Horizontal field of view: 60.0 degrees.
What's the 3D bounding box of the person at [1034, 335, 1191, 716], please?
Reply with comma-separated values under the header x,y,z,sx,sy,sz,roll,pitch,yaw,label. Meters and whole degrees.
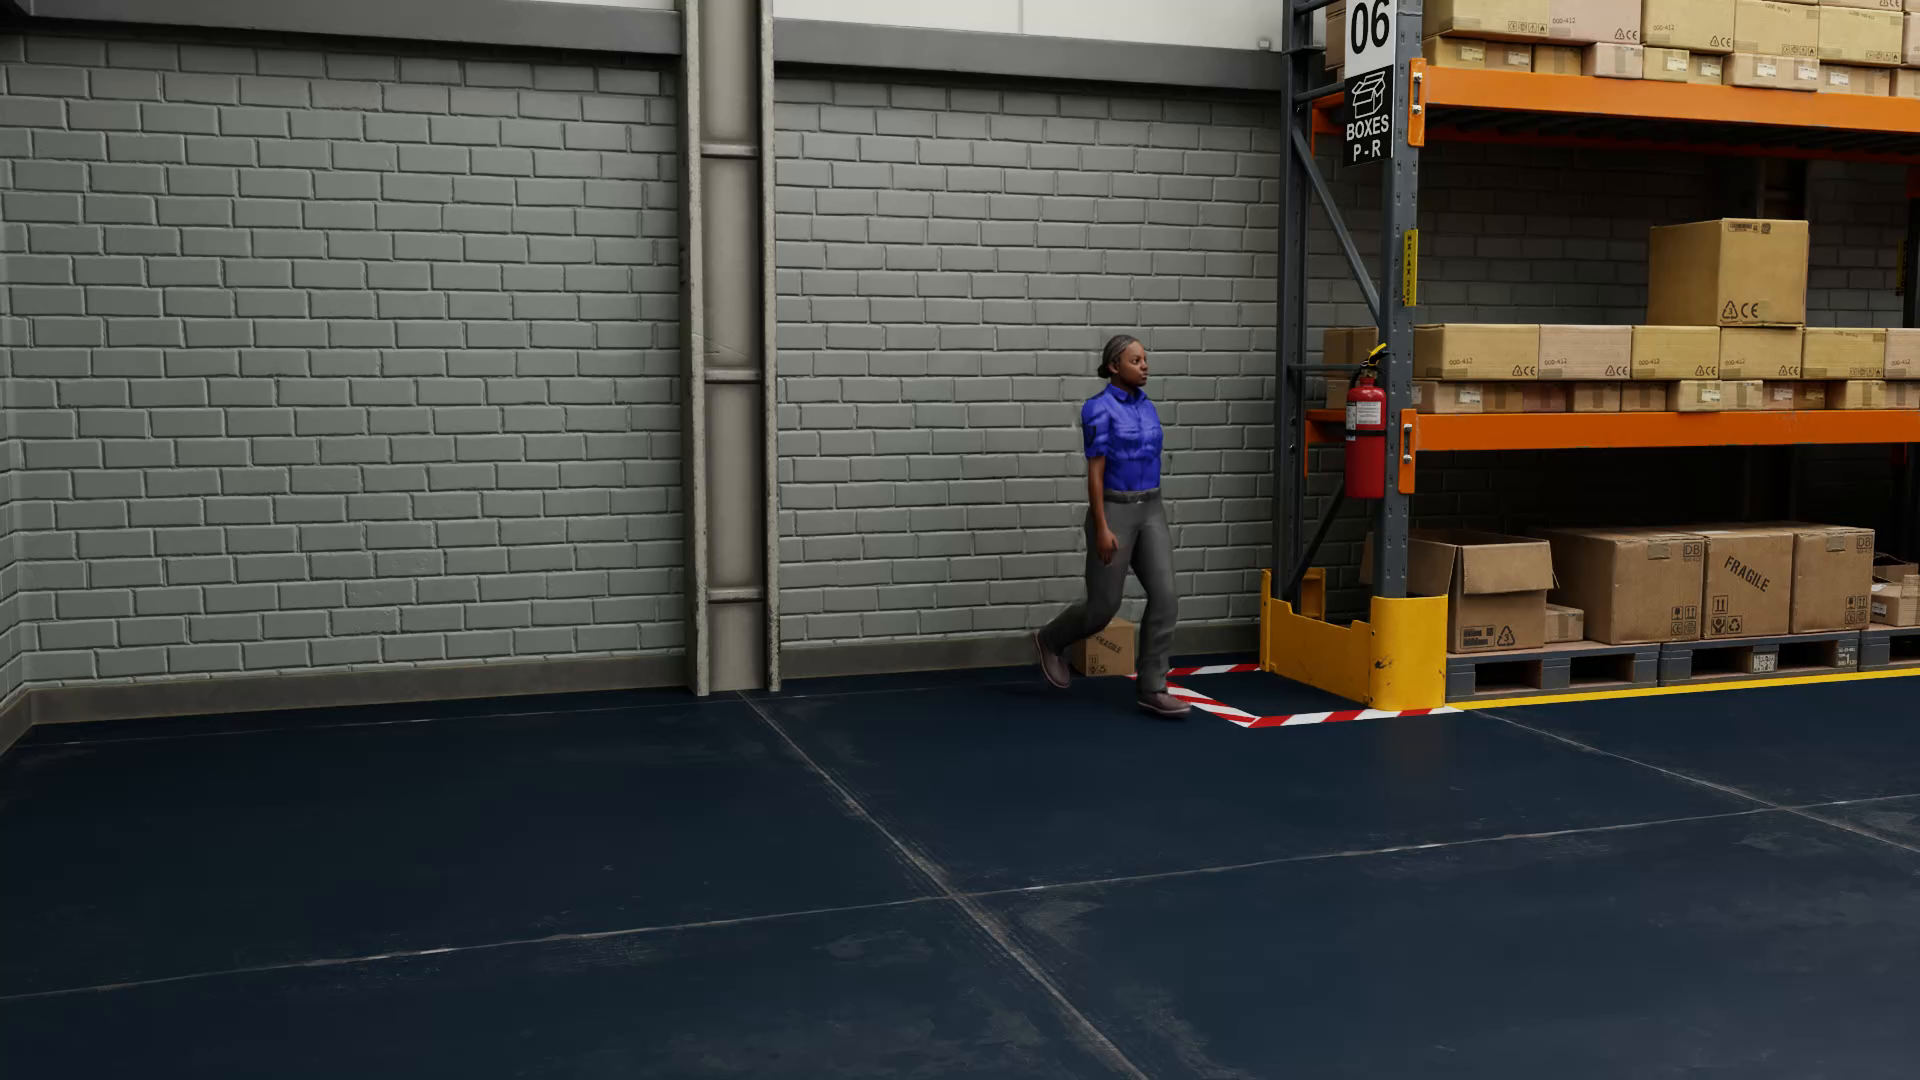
x,y,z,sx,sy,sz,roll,pitch,yaw,label
0.687,-0.081,7.283,0.431,1.626,0.785,-4,7,-37,person
